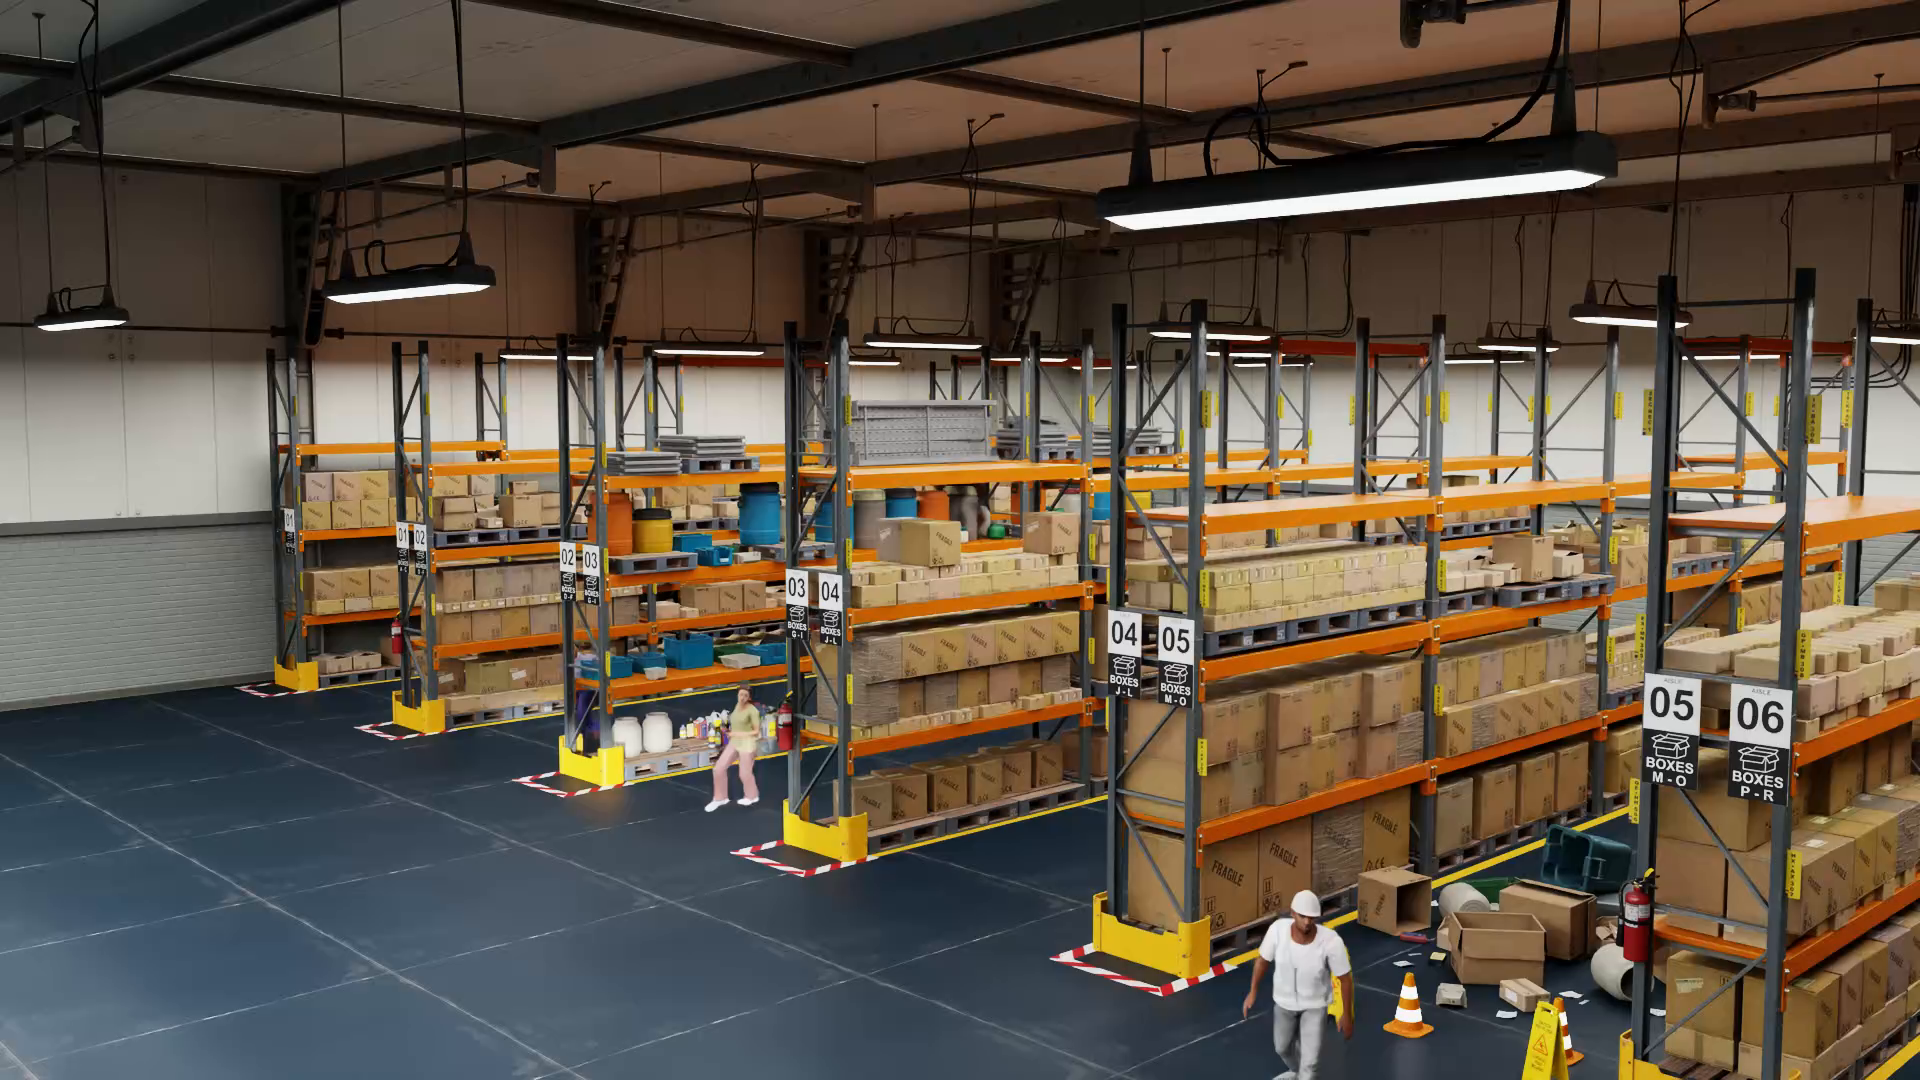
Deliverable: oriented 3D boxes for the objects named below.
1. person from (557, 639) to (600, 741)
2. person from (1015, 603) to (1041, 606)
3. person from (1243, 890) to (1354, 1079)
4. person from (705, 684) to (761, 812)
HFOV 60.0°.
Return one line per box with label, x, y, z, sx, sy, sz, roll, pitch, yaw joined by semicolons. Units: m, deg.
person;-5.552;2.252;24.422;0.613;1.625;0.954;2;5;22
person;1.245;1.619;31.308;0.714;1.670;0.867;3;6;34
person;2.471;3.297;11.937;0.783;1.709;0.870;2;5;25
person;-2.692;2.554;20.592;0.722;1.610;0.724;3;6;35
